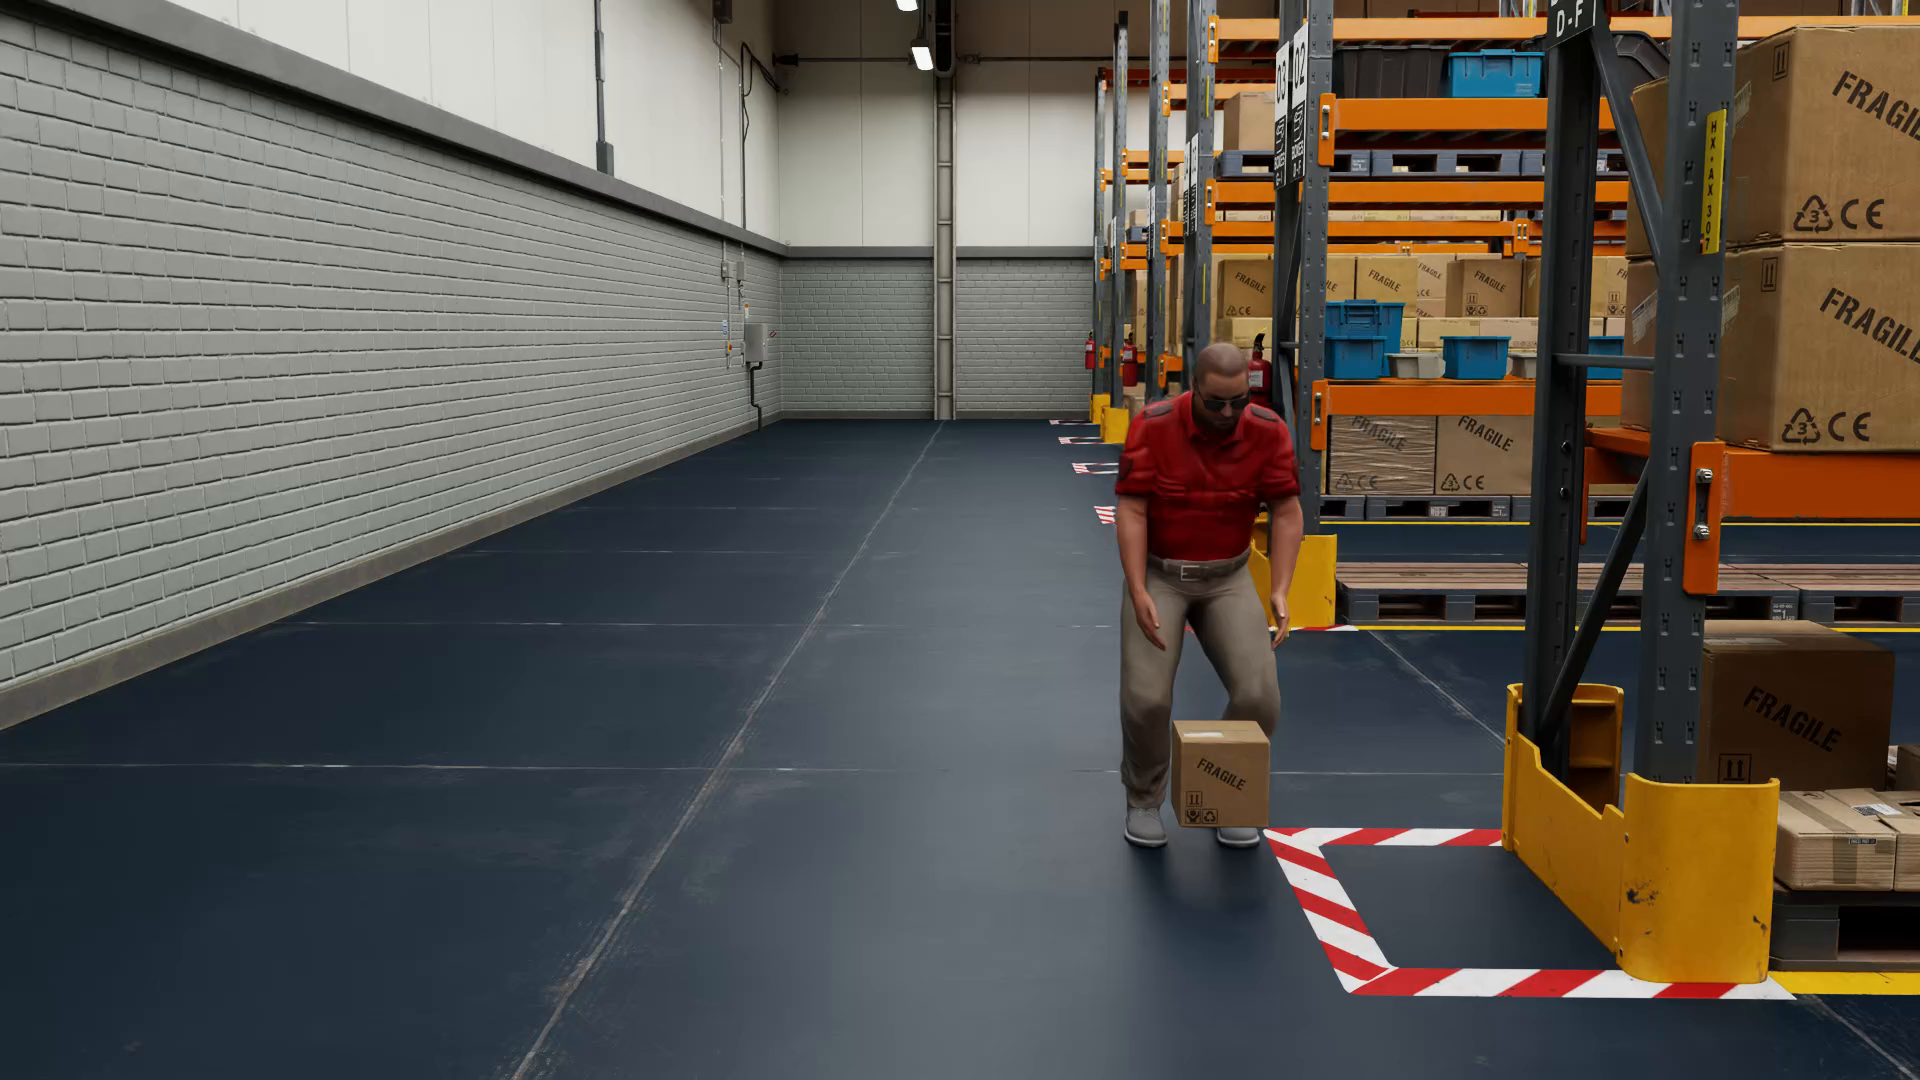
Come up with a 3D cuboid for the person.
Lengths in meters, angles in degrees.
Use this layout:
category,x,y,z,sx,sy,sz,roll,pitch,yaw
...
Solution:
category,x,y,z,sx,sy,sz,roll,pitch,yaw
person,0.768,0.126,5.197,0.581,1.482,0.574,0,7,0
